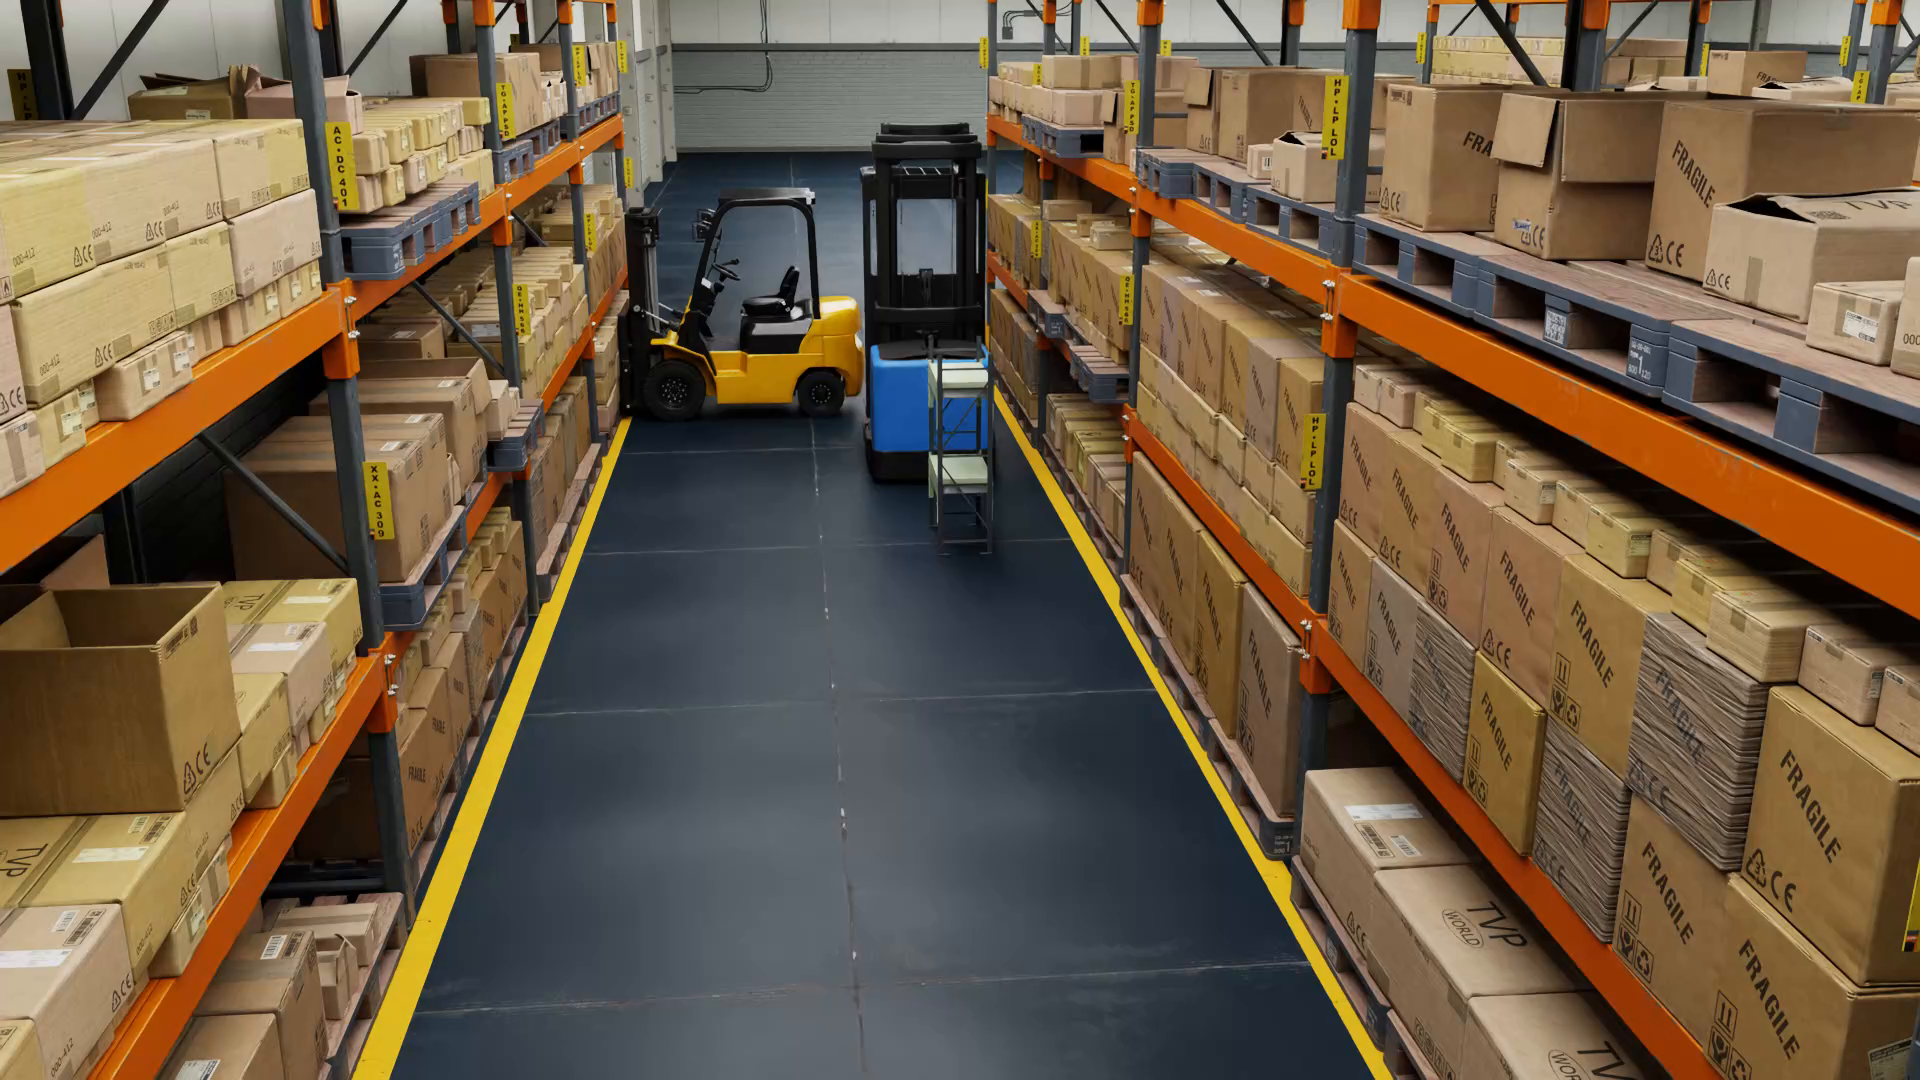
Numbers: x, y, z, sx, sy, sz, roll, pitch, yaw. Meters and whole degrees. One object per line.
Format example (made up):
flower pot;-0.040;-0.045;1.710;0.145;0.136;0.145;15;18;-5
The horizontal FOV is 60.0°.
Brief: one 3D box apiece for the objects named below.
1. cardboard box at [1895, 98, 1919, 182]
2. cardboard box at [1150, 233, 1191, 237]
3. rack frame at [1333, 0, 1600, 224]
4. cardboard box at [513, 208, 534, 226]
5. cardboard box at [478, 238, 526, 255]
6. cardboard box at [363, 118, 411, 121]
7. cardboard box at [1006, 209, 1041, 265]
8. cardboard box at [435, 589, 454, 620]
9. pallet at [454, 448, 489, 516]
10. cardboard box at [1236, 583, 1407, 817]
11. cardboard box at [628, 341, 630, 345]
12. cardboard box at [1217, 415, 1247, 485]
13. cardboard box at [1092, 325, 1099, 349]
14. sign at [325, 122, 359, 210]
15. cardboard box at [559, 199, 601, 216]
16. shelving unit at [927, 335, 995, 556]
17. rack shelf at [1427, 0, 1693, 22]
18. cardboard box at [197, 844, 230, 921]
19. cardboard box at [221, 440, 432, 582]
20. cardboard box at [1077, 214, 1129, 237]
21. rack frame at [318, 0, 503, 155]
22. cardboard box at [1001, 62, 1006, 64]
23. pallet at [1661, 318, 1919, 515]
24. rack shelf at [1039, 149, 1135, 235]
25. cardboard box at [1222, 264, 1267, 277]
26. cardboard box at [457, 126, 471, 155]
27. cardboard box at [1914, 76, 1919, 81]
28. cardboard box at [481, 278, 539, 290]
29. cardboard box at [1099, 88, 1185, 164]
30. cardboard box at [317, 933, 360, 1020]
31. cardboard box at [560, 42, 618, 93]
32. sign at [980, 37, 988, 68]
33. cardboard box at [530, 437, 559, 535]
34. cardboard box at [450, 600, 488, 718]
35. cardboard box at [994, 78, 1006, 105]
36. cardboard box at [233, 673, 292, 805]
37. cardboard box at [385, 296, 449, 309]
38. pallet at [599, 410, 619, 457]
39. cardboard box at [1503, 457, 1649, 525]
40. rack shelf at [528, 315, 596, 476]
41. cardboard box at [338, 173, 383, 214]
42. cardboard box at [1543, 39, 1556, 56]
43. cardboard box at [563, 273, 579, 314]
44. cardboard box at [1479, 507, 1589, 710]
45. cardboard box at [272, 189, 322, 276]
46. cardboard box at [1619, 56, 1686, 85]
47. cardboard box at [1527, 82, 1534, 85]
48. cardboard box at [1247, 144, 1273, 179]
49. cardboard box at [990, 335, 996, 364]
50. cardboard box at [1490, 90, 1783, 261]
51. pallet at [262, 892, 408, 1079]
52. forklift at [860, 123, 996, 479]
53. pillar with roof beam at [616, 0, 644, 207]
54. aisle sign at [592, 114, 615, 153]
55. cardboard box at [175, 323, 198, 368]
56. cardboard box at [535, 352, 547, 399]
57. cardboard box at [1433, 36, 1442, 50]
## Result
cardboard box;6.337;-2.556;10.636;0.500;0.500;0.500;-2;18;-6
cardboard box;1.592;-2.222;13.382;0.500;0.500;0.500;-1;17;-4
rack frame;2.042;-2.743;6.391;1.000;3.000;0.127;-2;18;-6
cardboard box;-4.174;-3.000;15.477;0.380;0.149;0.250;-2;18;-7
cardboard box;-4.009;-2.555;14.557;0.380;0.149;0.250;-2;18;-6
cardboard box;-2.709;-1.834;7.559;0.380;0.149;0.250;-2;17;-5
cardboard box;0.748;-3.039;16.685;0.500;0.500;0.500;-2;18;-7
cardboard box;-2.921;0.375;8.865;0.380;0.149;0.250;-2;18;-5
pallet;-3.102;-0.247;8.777;1.003;0.211;1.213;-2;18;-6
cardboard box;1.898;0.750;8.125;0.875;0.875;0.875;-1;17;-4
cardboard box;-3.656;-1.990;17.063;0.500;0.250;0.500;-2;18;-7
cardboard box;1.636;-0.474;8.596;0.500;0.250;0.500;-1;17;-4
cardboard box;1.173;-1.470;12.070;0.380;0.149;0.250;-3;18;-8
sign;-2.356;-1.423;6.331;0.100;0.325;0.005;-2;18;-6
cardboard box;-3.722;-3.244;16.254;0.380;0.149;0.250;-2;17;-5
shelving unit;-0.001;-0.718;12.459;0.431;1.500;0.755;-2;18;-6
rack shelf;5.924;-5.371;16.631;1.077;0.370;4.000;-2;18;-6
cardboard box;-2.374;1.016;4.853;0.380;0.149;0.250;-1;17;-4
cardboard box;-2.722;-0.125;7.201;0.700;0.500;0.500;-1;17;-4
cardboard box;1.128;-2.492;13.160;0.380;0.149;0.250;-1;17;-3
rack frame;-3.308;-3.780;9.695;1.000;3.000;0.127;-2;18;-6
cardboard box;0.638;-5.035;17.789;0.380;0.149;0.250;-2;18;-6
pallet;2.367;-0.299;3.760;1.003;0.211;1.213;-2;18;-6
rack shelf;1.423;-2.756;12.642;1.077;0.370;4.000;-2;18;-6
cardboard box;1.943;-1.451;10.456;0.500;0.500;0.500;-2;18;-7
cardboard box;-3.024;-2.292;9.546;0.380;0.149;0.250;-2;18;-7
cardboard box;10.517;-4.915;17.902;0.380;0.149;0.250;-2;18;-6
cardboard box;-3.314;-1.838;12.274;0.380;0.149;0.250;-2;18;-6
cardboard box;1.444;-3.006;12.065;0.797;0.503;0.637;-2;18;-6
cardboard box;-2.509;1.641;6.305;0.396;0.266;0.258;-1;17;-4
cardboard box;-3.845;-4.904;17.247;0.500;0.500;0.500;-1;17;-4
sign;0.264;-5.287;18.044;0.100;0.325;0.005;-2;18;-6
cardboard box;-3.433;-0.366;12.099;0.875;0.625;0.625;-1;17;-4
cardboard box;-2.880;0.653;9.061;0.500;0.500;0.500;-2;18;-8
cardboard box;0.633;-4.649;17.224;0.500;0.250;0.500;-2;18;-6
cardboard box;-2.495;0.645;5.368;0.500;0.250;0.500;-2;18;-6
cardboard box;-3.741;-1.590;11.485;0.380;0.149;0.250;-2;18;-7
pallet;-3.760;-1.018;15.566;1.003;0.211;1.213;-2;18;-6
cardboard box;1.955;-0.159;5.255;0.380;0.149;0.250;-2;18;-5
rack shelf;-3.514;-1.171;12.599;1.077;0.370;4.000;-2;18;-6
cardboard box;-2.530;-1.387;6.631;0.380;0.149;0.250;-2;17;-5
cardboard box;5.724;-4.636;15.649;0.380;0.149;0.250;-2;18;-6
cardboard box;-3.355;-1.985;13.409;0.500;0.250;0.500;-2;18;-7
cardboard box;1.987;0.198;5.203;0.500;0.500;0.500;-2;18;-6
cardboard box;-2.596;-1.092;5.893;0.500;0.250;0.500;-2;18;-5
cardboard box;6.358;-4.351;15.407;0.500;0.250;0.500;-2;18;-5
cardboard box;5.694;-4.333;16.016;0.380;0.149;0.250;-2;18;-5
cardboard box;1.698;-1.959;8.592;0.380;0.166;0.250;0;17;-1
cardboard box;0.612;-2.096;18.234;0.500;0.250;0.500;-2;18;-6
cardboard box;2.213;-1.208;5.470;0.797;0.503;0.637;0;17;-1
pallet;-2.825;1.809;6.563;1.003;0.211;1.213;-2;18;-6
forklift;-0.338;-2.306;15.128;1.130;2.935;3.031;-1;17;-5
pillar with roof beam;-2.532;-11.424;34.043;9.100;9.000;0.400;-2;18;-6
aisle sign;-3.847;-4.570;17.887;0.394;0.787;0.004;-2;18;-6
cardboard box;-2.471;-0.557;4.857;0.380;0.149;0.250;-2;18;-5
cardboard box;-3.157;-1.136;11.539;0.500;0.250;0.500;-2;18;-7
cardboard box;5.435;-5.470;18.303;0.380;0.149;0.250;-2;17;-5
